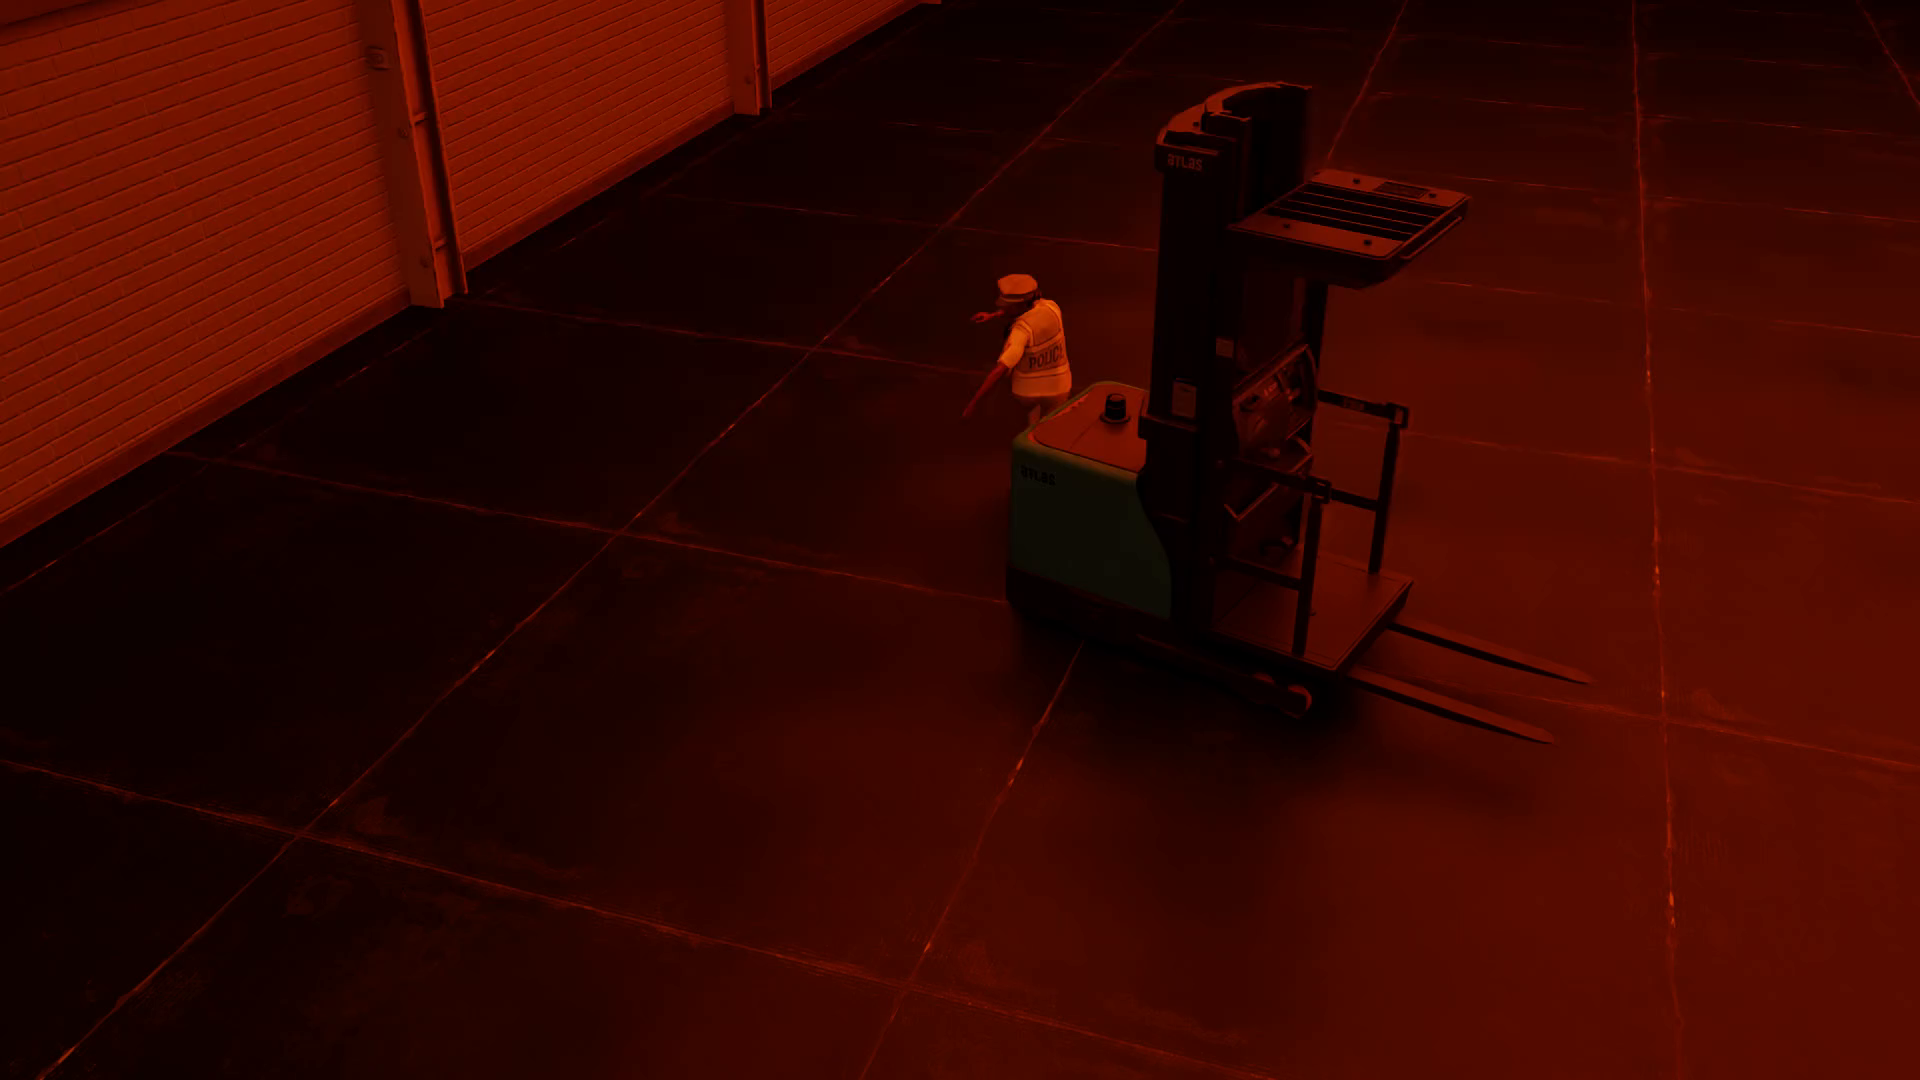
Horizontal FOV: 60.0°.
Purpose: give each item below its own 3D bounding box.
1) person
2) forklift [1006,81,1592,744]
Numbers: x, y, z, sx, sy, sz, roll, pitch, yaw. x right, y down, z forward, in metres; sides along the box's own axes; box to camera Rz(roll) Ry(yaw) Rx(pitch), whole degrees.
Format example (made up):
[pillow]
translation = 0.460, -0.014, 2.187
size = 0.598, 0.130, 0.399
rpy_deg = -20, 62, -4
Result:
[person]
translation = 0.358, -0.965, 10.440
size = 0.694, 1.438, 0.916
rpy_deg = 0, 30, -1
[forklift]
translation = 1.763, -0.667, 8.306
size = 3.031, 2.935, 1.130
rpy_deg = 19, 35, 29
